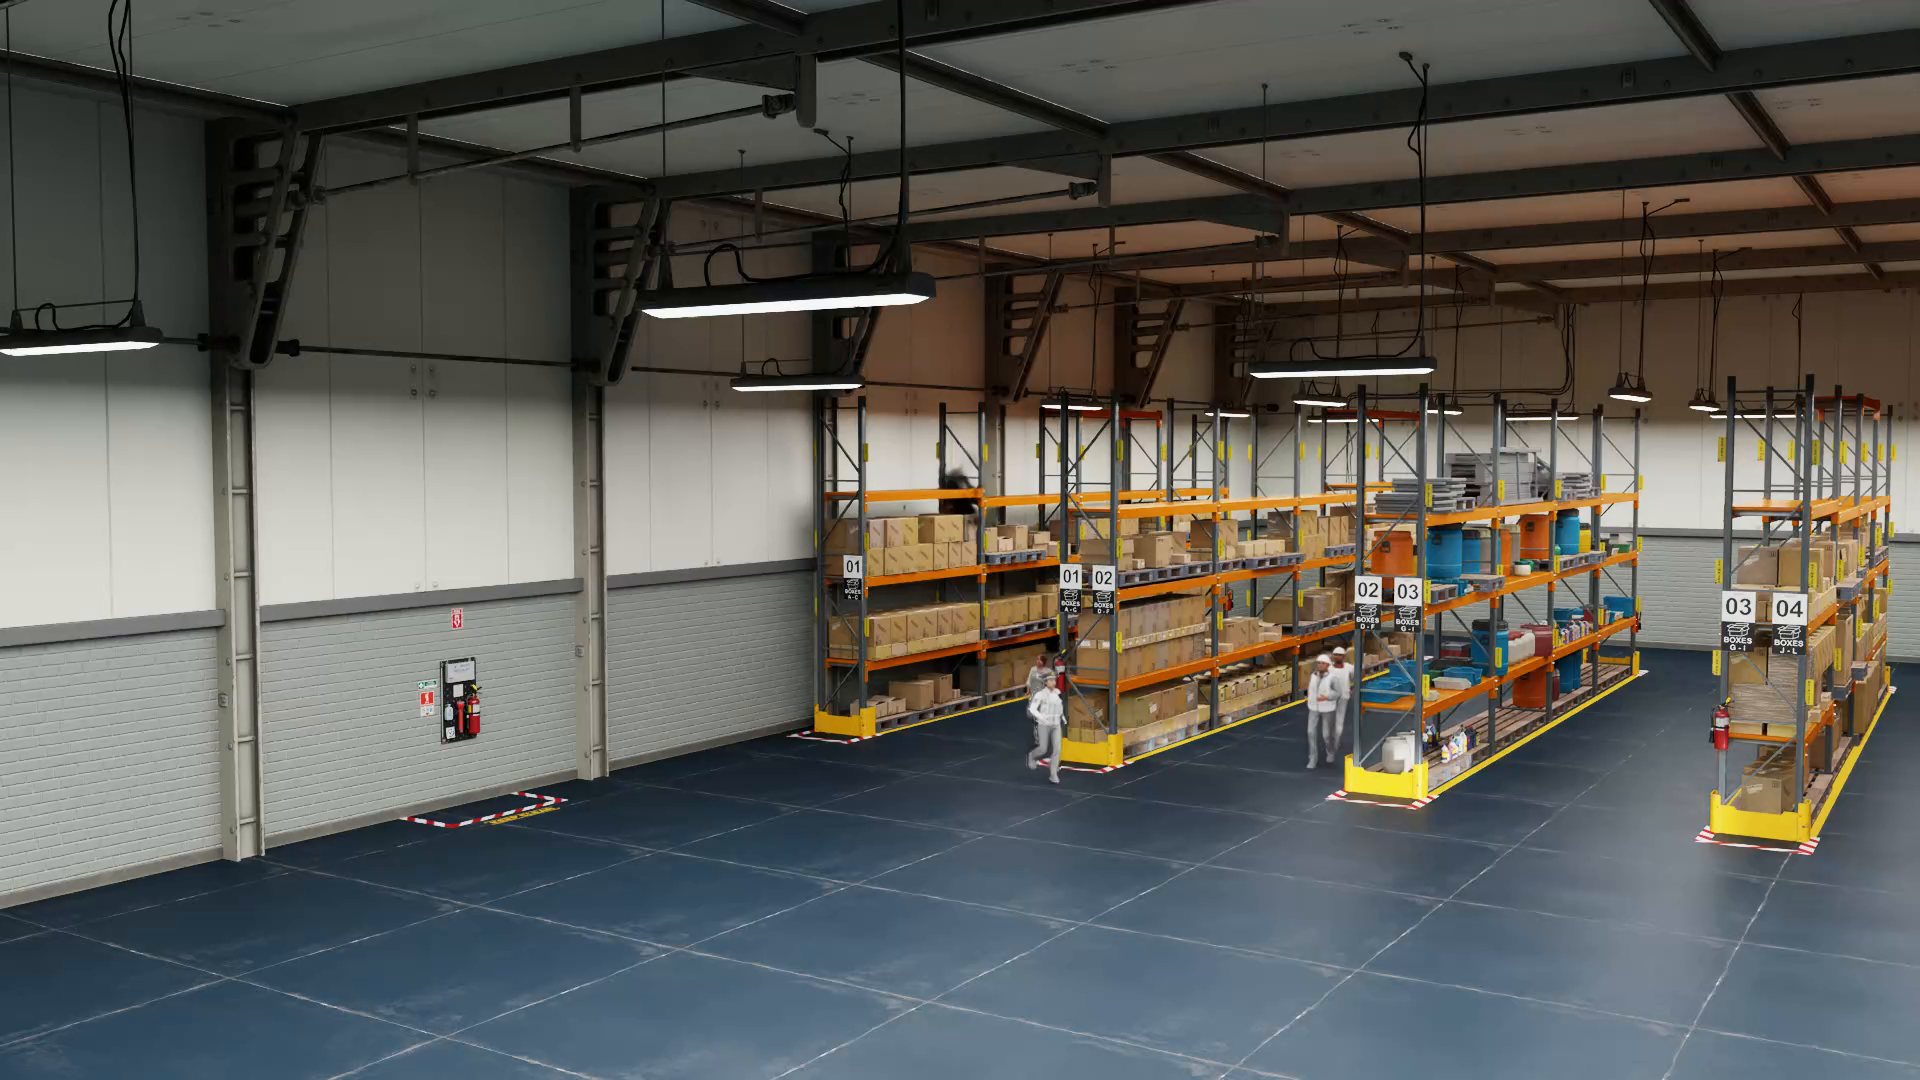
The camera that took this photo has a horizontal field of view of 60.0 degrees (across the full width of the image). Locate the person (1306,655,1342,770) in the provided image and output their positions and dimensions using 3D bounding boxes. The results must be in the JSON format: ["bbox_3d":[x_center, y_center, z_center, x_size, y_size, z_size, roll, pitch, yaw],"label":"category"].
[{"bbox_3d":[5.778,2.732,26.481,0.663,1.820,0.725,2,4,35],"label":"person"}]

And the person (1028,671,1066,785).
[{"bbox_3d":[1.365,2.838,25.444,0.646,1.684,0.873,-1,3,-25],"label":"person"}]

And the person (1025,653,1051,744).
[{"bbox_3d":[1.337,2.736,28.532,0.526,1.530,0.508,1,3,21],"label":"person"}]

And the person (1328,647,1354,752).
[{"bbox_3d":[6.384,2.669,28.015,0.700,1.739,0.801,1,3,20],"label":"person"}]
